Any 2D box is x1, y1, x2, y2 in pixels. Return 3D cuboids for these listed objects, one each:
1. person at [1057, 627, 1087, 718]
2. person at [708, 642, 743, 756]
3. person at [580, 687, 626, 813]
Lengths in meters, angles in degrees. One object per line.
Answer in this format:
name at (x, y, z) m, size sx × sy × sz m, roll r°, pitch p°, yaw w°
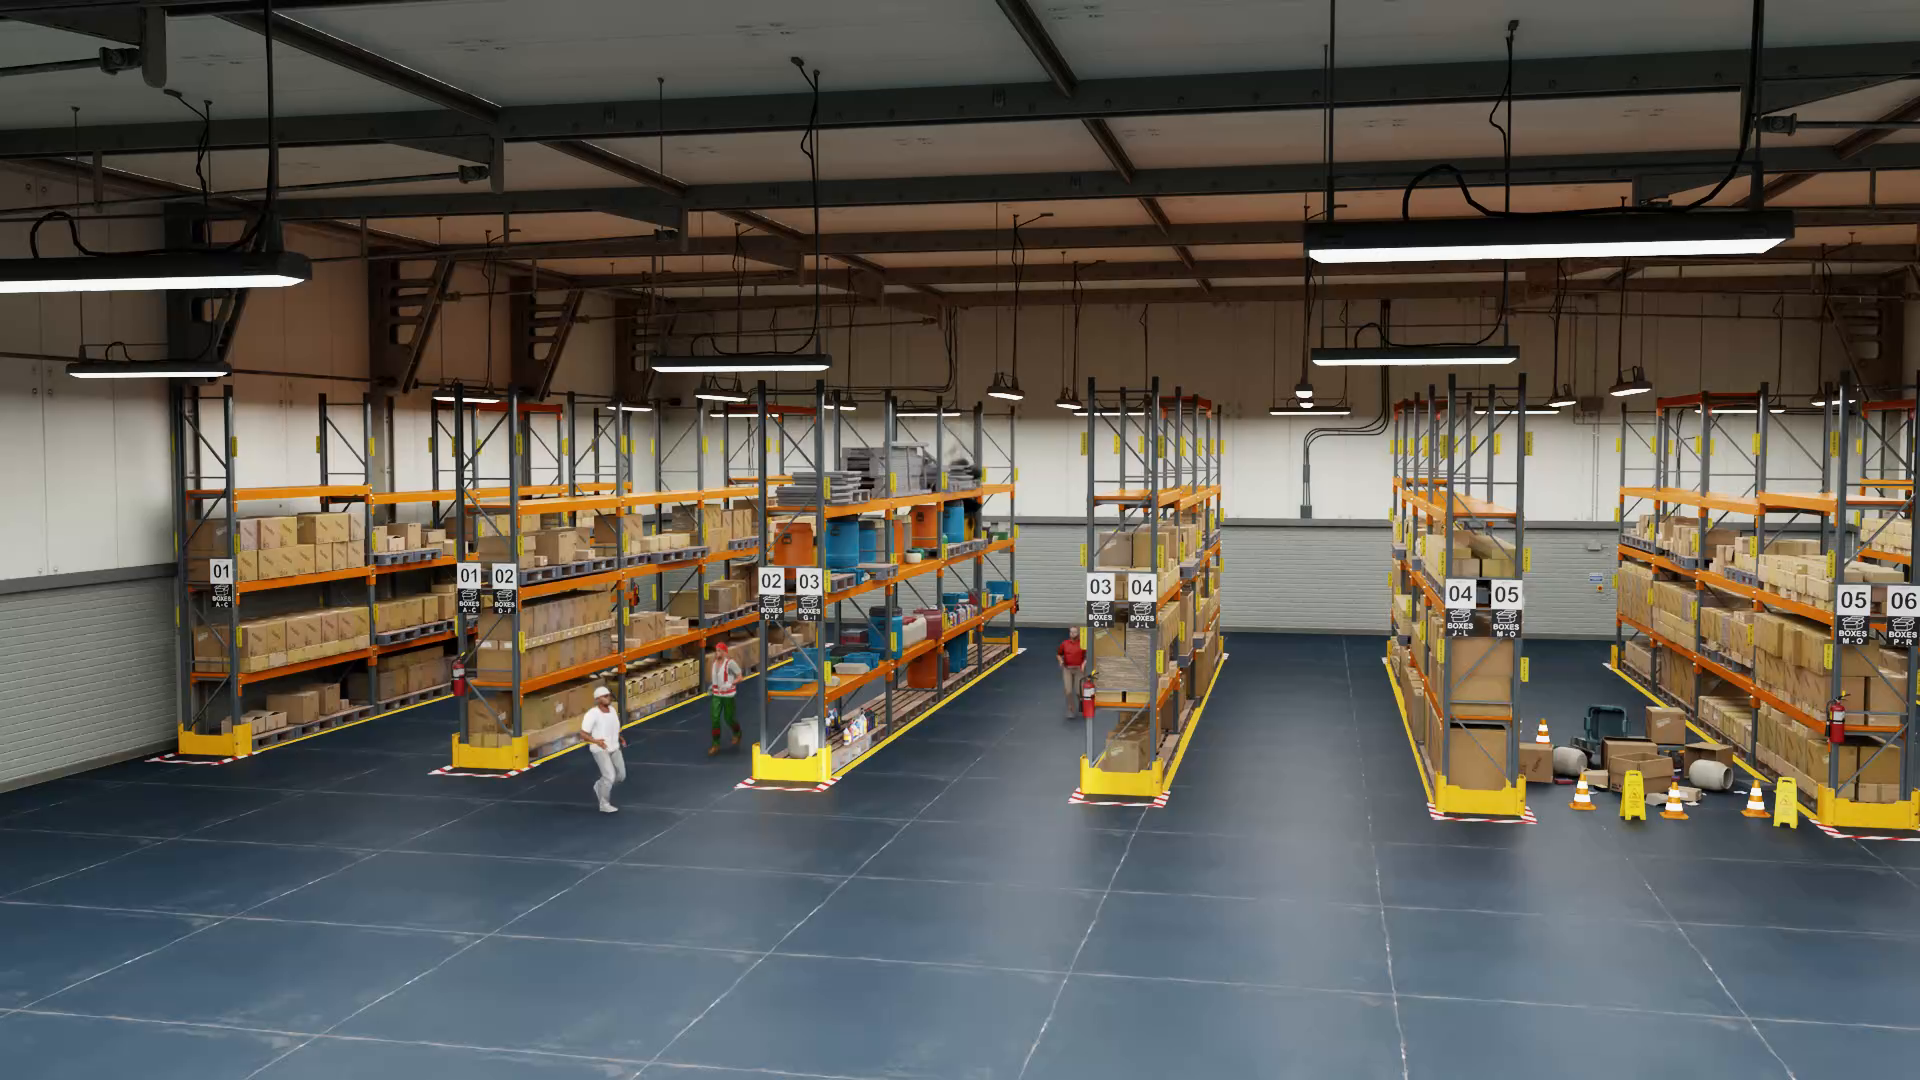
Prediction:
person at (2.107, 2.439, 30.787) m, size 0.660 × 1.674 × 0.626 m, roll 1°, pitch 3°, yaw 12°
person at (-3.833, 2.579, 27.291) m, size 0.639 × 1.822 × 0.859 m, roll 1°, pitch 3°, yaw 22°
person at (-4.870, 2.866, 22.786) m, size 0.605 × 1.718 × 0.696 m, roll 2°, pitch 4°, yaw 34°
